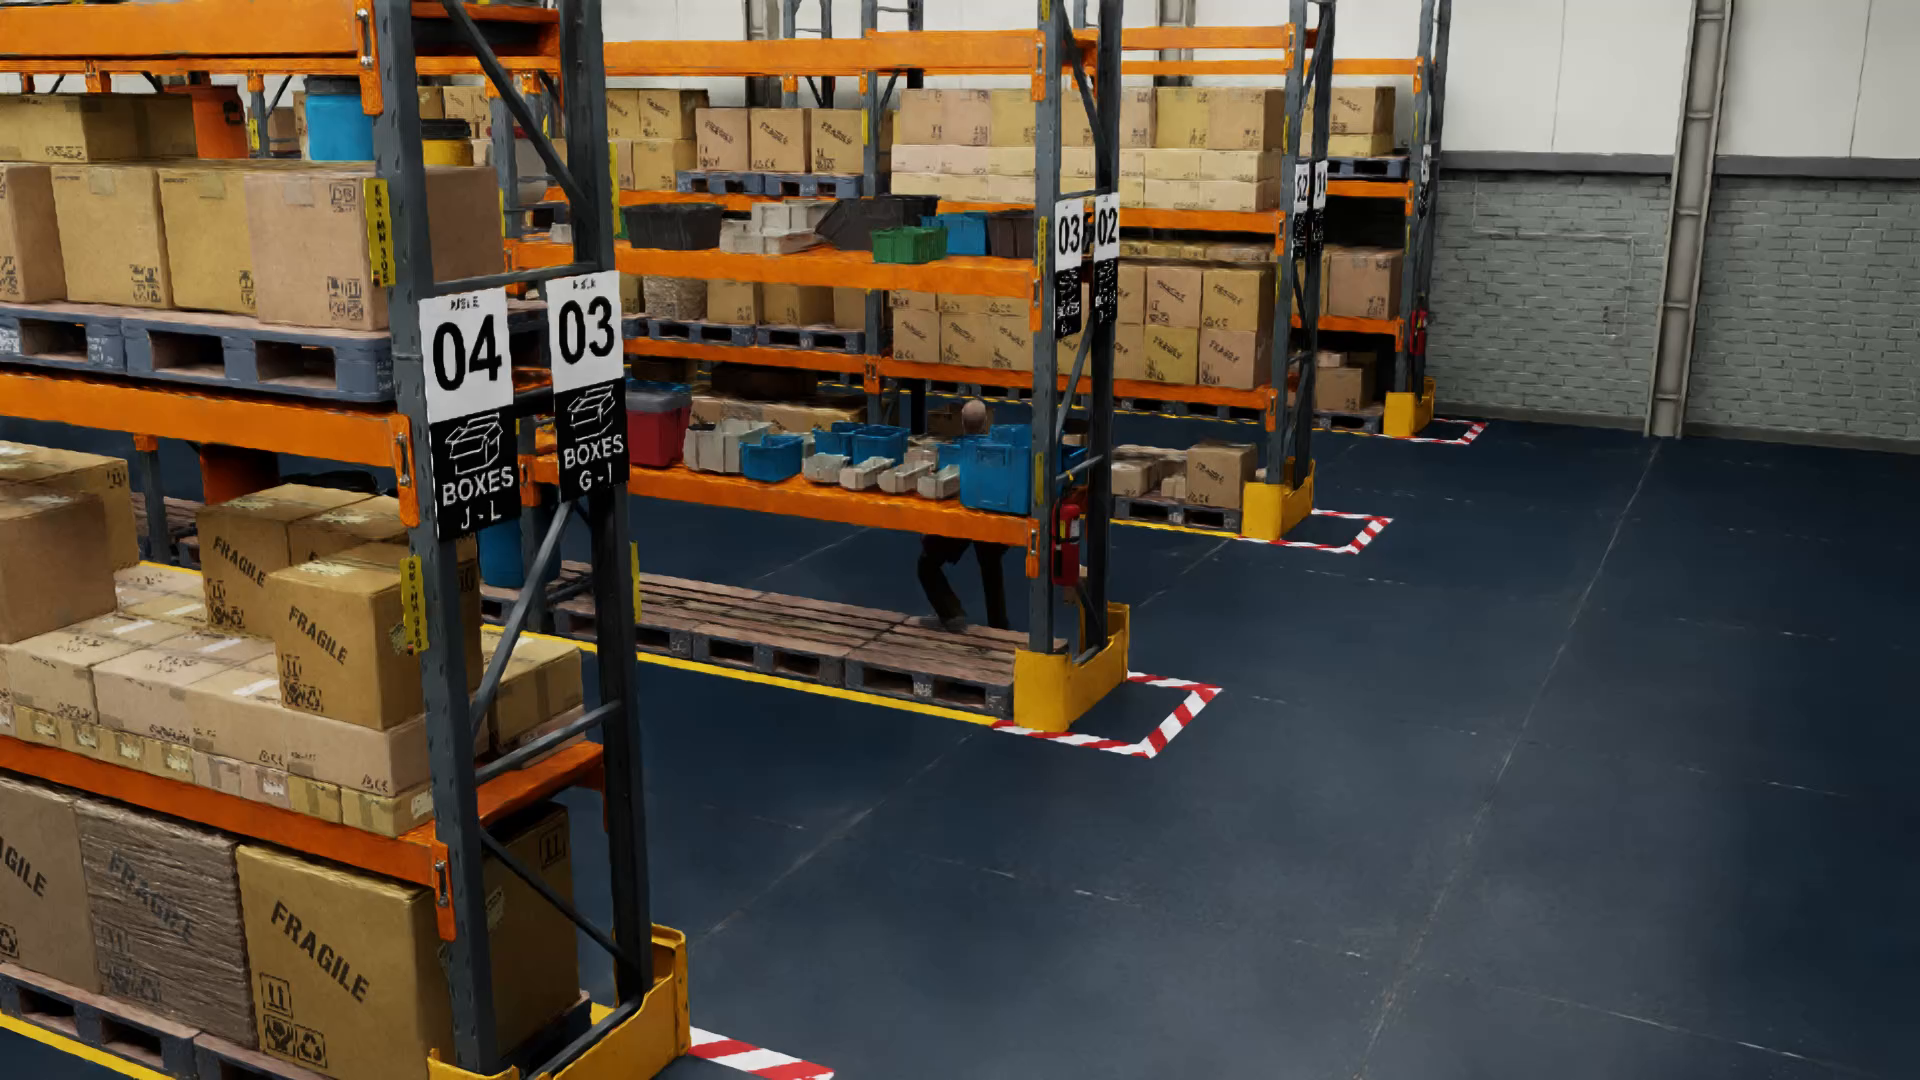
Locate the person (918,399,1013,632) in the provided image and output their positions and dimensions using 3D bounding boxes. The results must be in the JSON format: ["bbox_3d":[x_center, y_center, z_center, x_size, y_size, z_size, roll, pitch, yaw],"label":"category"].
[{"bbox_3d":[0.047,-0.111,11.520,0.728,1.769,0.612,-4,16,-13],"label":"person"}]
